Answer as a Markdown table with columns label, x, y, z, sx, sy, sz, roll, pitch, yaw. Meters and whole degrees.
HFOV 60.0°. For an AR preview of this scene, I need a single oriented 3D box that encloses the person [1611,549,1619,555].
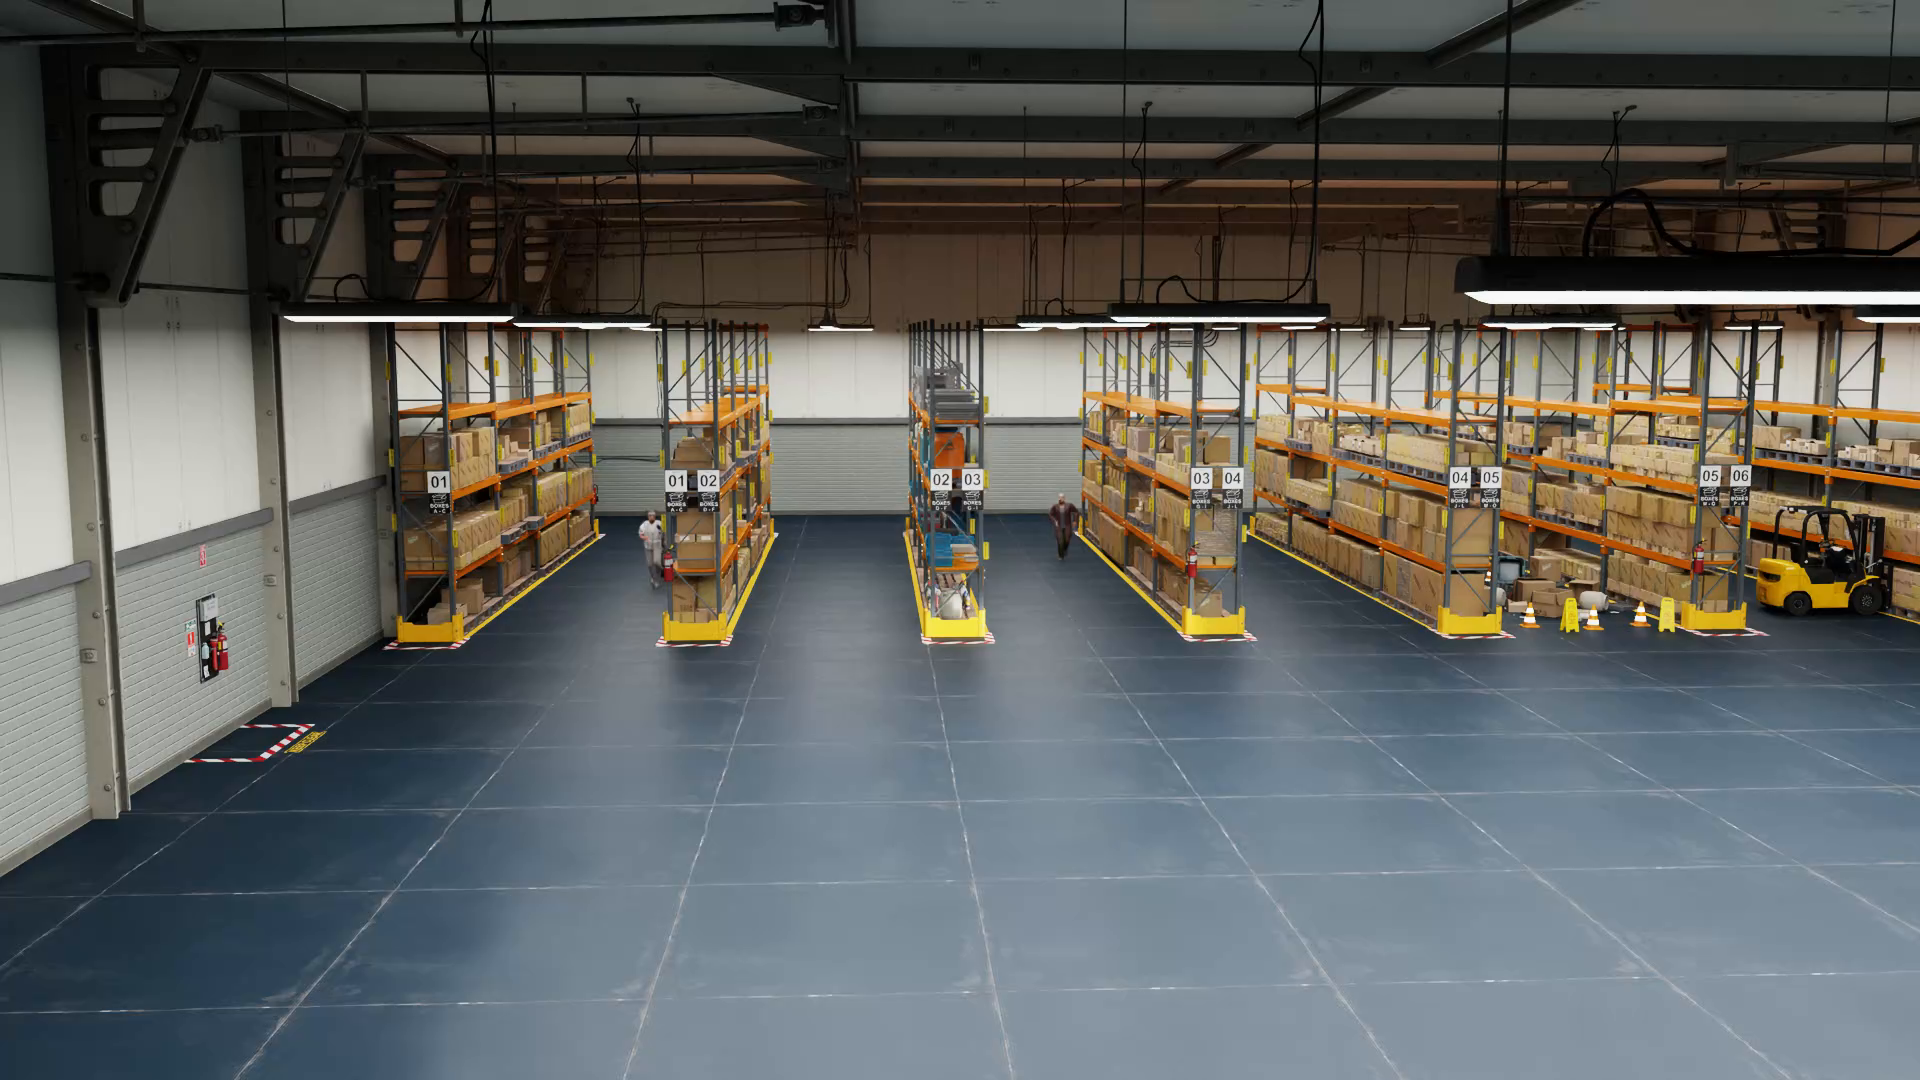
| label | x | y | z | sx | sy | sz | roll | pitch | yaw |
| --- | --- | --- | --- | --- | --- | --- | --- | --- | --- |
| person | 17.145 | -0.387 | 42.819 | 0.656 | 1.679 | 0.795 | -4 | 8 | -28 |

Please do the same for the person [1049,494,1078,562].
| label | x | y | z | sx | sy | sz | roll | pitch | yaw |
| --- | --- | --- | --- | --- | --- | --- | --- | --- | --- |
| person | 2.600 | -0.303 | 41.877 | 0.732 | 1.733 | 0.692 | 1 | 7 | 7 |

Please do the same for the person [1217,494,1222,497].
| label | x | y | z | sx | sy | sz | roll | pitch | yaw |
| --- | --- | --- | --- | --- | --- | --- | --- | --- | --- |
| person | 6.998 | -0.841 | 46.159 | 0.694 | 1.754 | 0.680 | 0 | 7 | -3 |

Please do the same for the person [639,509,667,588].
| label | x | y | z | sx | sy | sz | roll | pitch | yaw |
| --- | --- | --- | --- | --- | --- | --- | --- | --- | --- |
| person | -6.978 | 0.195 | 37.794 | 0.614 | 1.816 | 0.832 | 0 | 7 | 0 |
